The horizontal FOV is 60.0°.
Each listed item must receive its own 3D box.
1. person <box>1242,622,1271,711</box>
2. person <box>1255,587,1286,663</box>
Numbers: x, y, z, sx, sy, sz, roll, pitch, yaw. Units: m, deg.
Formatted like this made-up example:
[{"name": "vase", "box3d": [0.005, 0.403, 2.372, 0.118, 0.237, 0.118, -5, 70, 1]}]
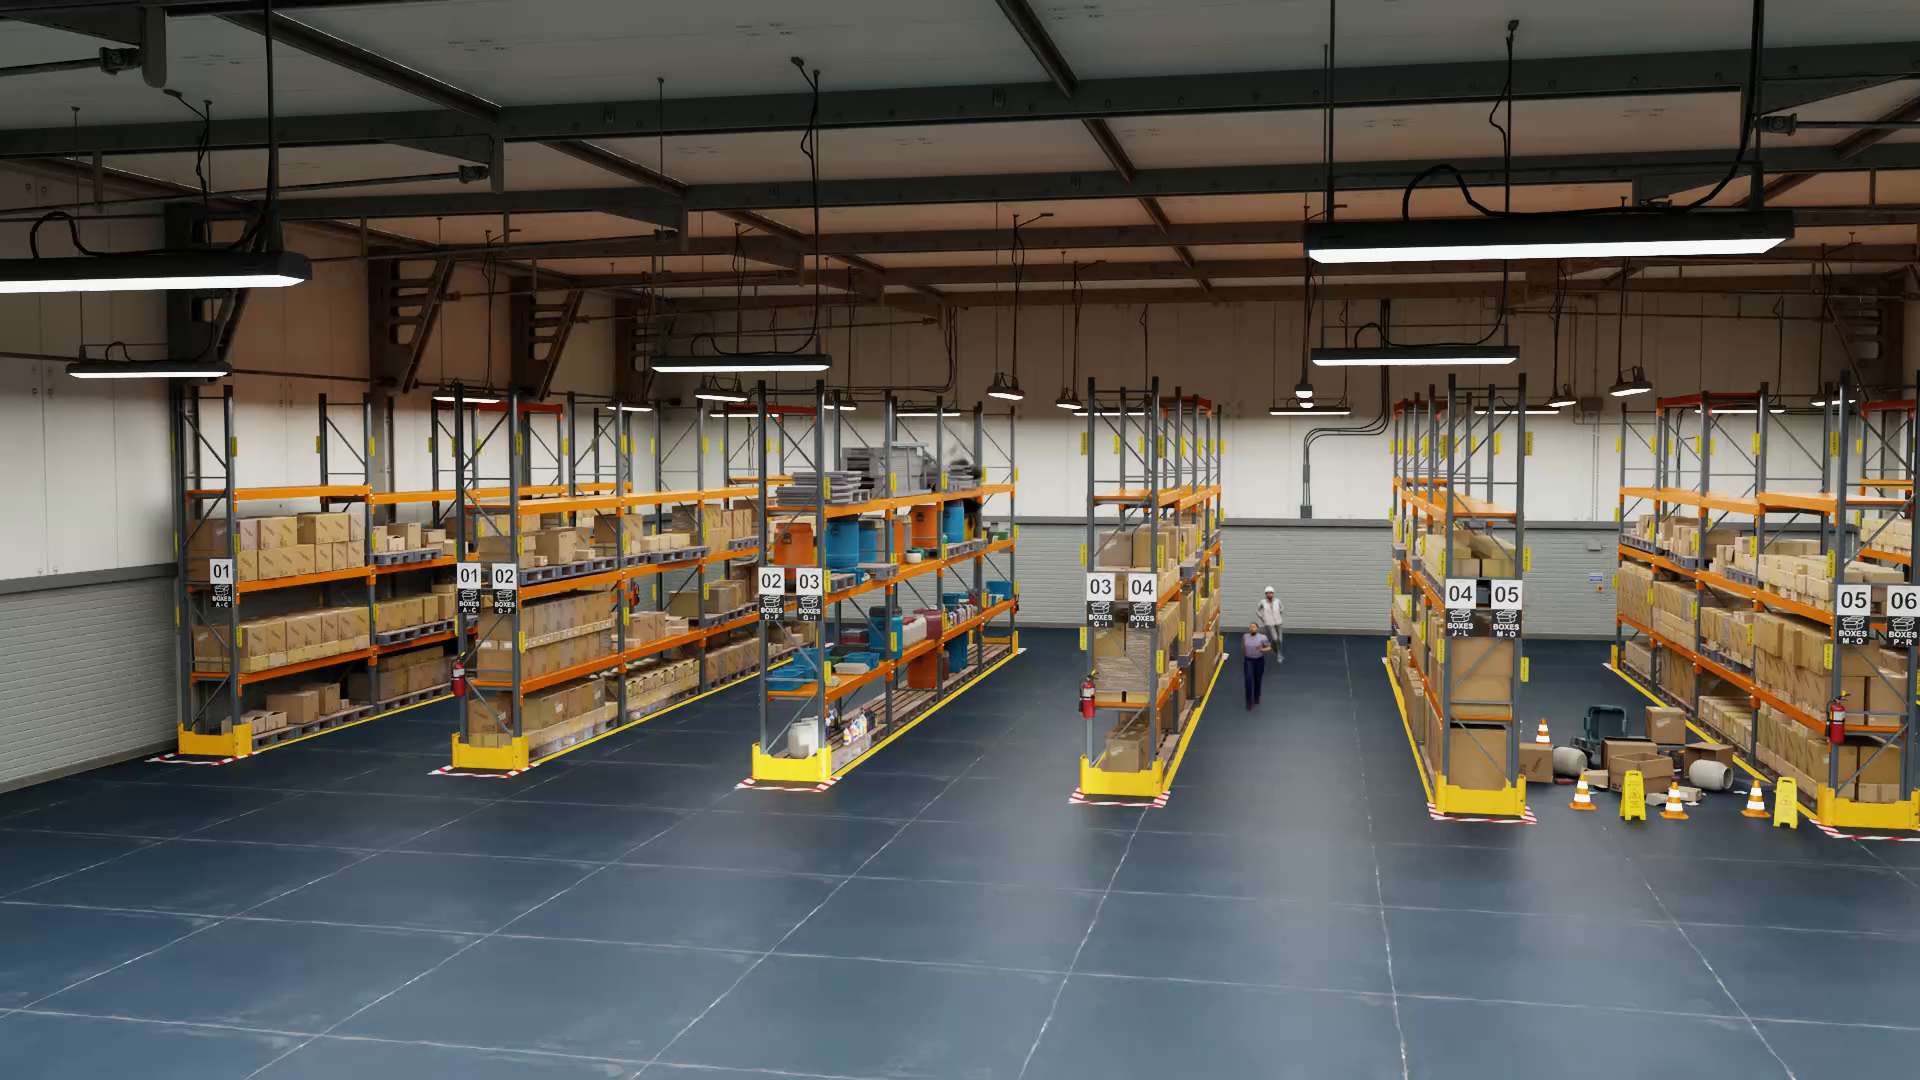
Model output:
[{"name": "person", "box3d": [5.671, 2.406, 31.884, 0.581, 1.702, 0.797, 1, 3, 15]}, {"name": "person", "box3d": [7.256, 1.976, 38.727, 0.662, 1.790, 0.711, -1, 3, -9]}]
